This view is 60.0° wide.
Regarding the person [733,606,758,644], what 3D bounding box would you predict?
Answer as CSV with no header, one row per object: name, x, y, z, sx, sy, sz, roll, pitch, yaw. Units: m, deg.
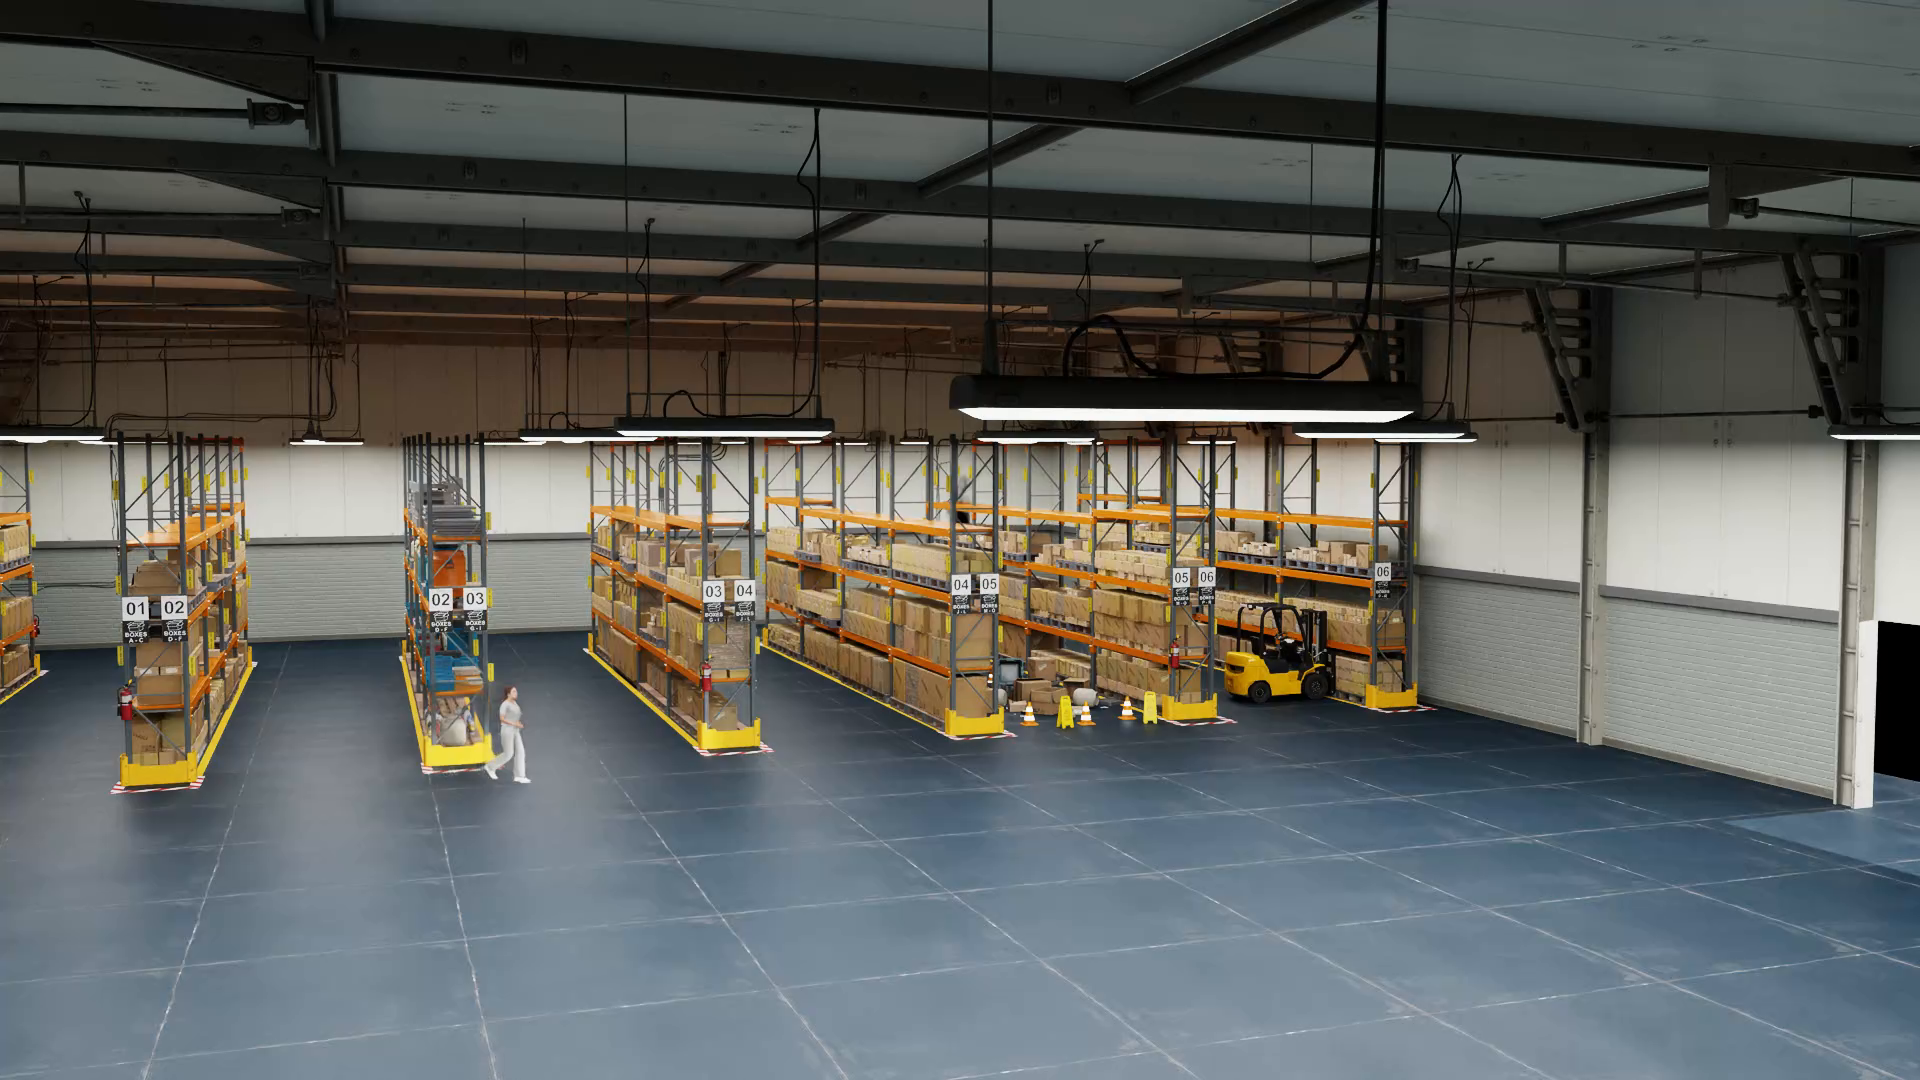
person,-5.867,2.329,45.269,0.728,1.834,0.990,-1,3,-16

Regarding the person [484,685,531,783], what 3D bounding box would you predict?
person,-7.728,3.315,28.458,0.817,1.677,0.589,1,3,11

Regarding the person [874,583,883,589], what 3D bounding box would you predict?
person,-2.516,2.041,50.878,0.926,1.771,0.682,-1,3,-18
